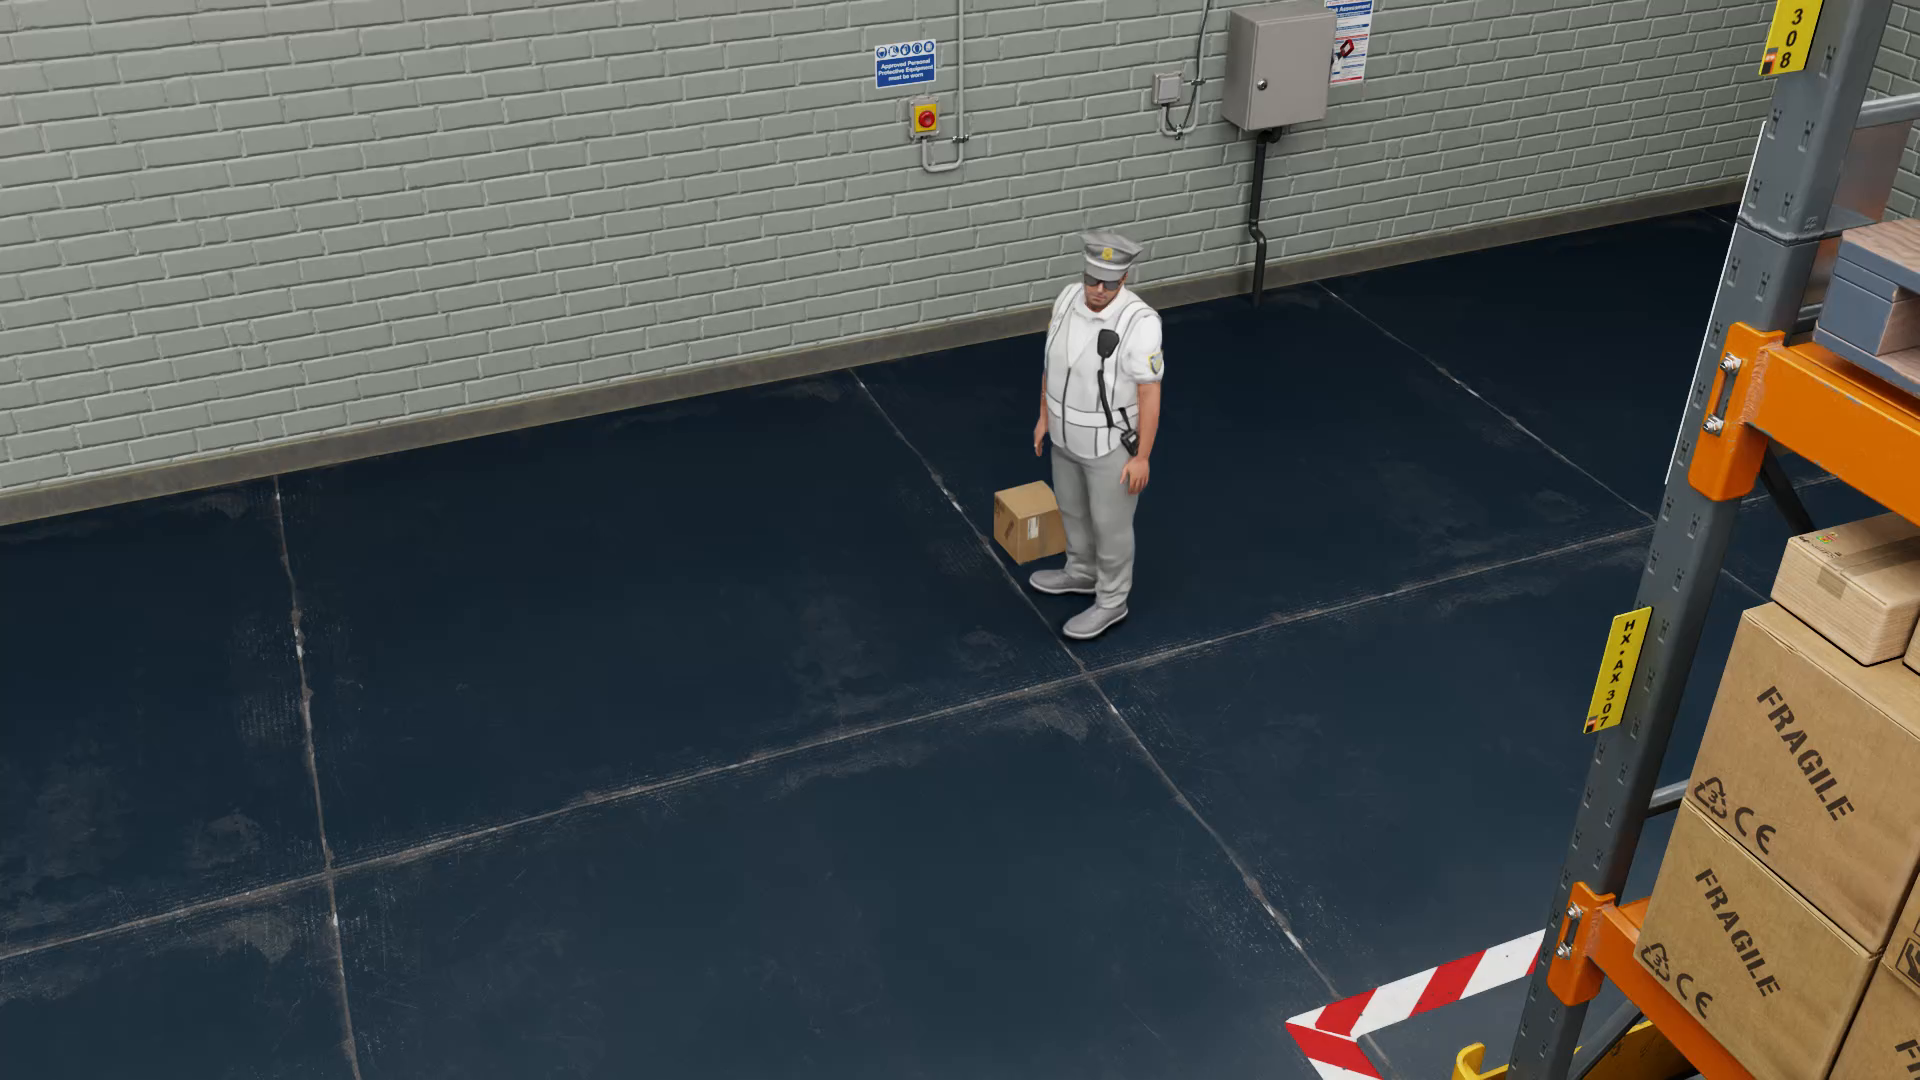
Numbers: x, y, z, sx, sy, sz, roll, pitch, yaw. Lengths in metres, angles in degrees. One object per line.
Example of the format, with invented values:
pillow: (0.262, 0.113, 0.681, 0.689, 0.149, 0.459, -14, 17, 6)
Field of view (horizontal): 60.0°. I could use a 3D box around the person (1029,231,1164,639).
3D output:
person: (0.525, -0.427, 6.742, 0.399, 1.760, 0.615, -25, 41, -33)
